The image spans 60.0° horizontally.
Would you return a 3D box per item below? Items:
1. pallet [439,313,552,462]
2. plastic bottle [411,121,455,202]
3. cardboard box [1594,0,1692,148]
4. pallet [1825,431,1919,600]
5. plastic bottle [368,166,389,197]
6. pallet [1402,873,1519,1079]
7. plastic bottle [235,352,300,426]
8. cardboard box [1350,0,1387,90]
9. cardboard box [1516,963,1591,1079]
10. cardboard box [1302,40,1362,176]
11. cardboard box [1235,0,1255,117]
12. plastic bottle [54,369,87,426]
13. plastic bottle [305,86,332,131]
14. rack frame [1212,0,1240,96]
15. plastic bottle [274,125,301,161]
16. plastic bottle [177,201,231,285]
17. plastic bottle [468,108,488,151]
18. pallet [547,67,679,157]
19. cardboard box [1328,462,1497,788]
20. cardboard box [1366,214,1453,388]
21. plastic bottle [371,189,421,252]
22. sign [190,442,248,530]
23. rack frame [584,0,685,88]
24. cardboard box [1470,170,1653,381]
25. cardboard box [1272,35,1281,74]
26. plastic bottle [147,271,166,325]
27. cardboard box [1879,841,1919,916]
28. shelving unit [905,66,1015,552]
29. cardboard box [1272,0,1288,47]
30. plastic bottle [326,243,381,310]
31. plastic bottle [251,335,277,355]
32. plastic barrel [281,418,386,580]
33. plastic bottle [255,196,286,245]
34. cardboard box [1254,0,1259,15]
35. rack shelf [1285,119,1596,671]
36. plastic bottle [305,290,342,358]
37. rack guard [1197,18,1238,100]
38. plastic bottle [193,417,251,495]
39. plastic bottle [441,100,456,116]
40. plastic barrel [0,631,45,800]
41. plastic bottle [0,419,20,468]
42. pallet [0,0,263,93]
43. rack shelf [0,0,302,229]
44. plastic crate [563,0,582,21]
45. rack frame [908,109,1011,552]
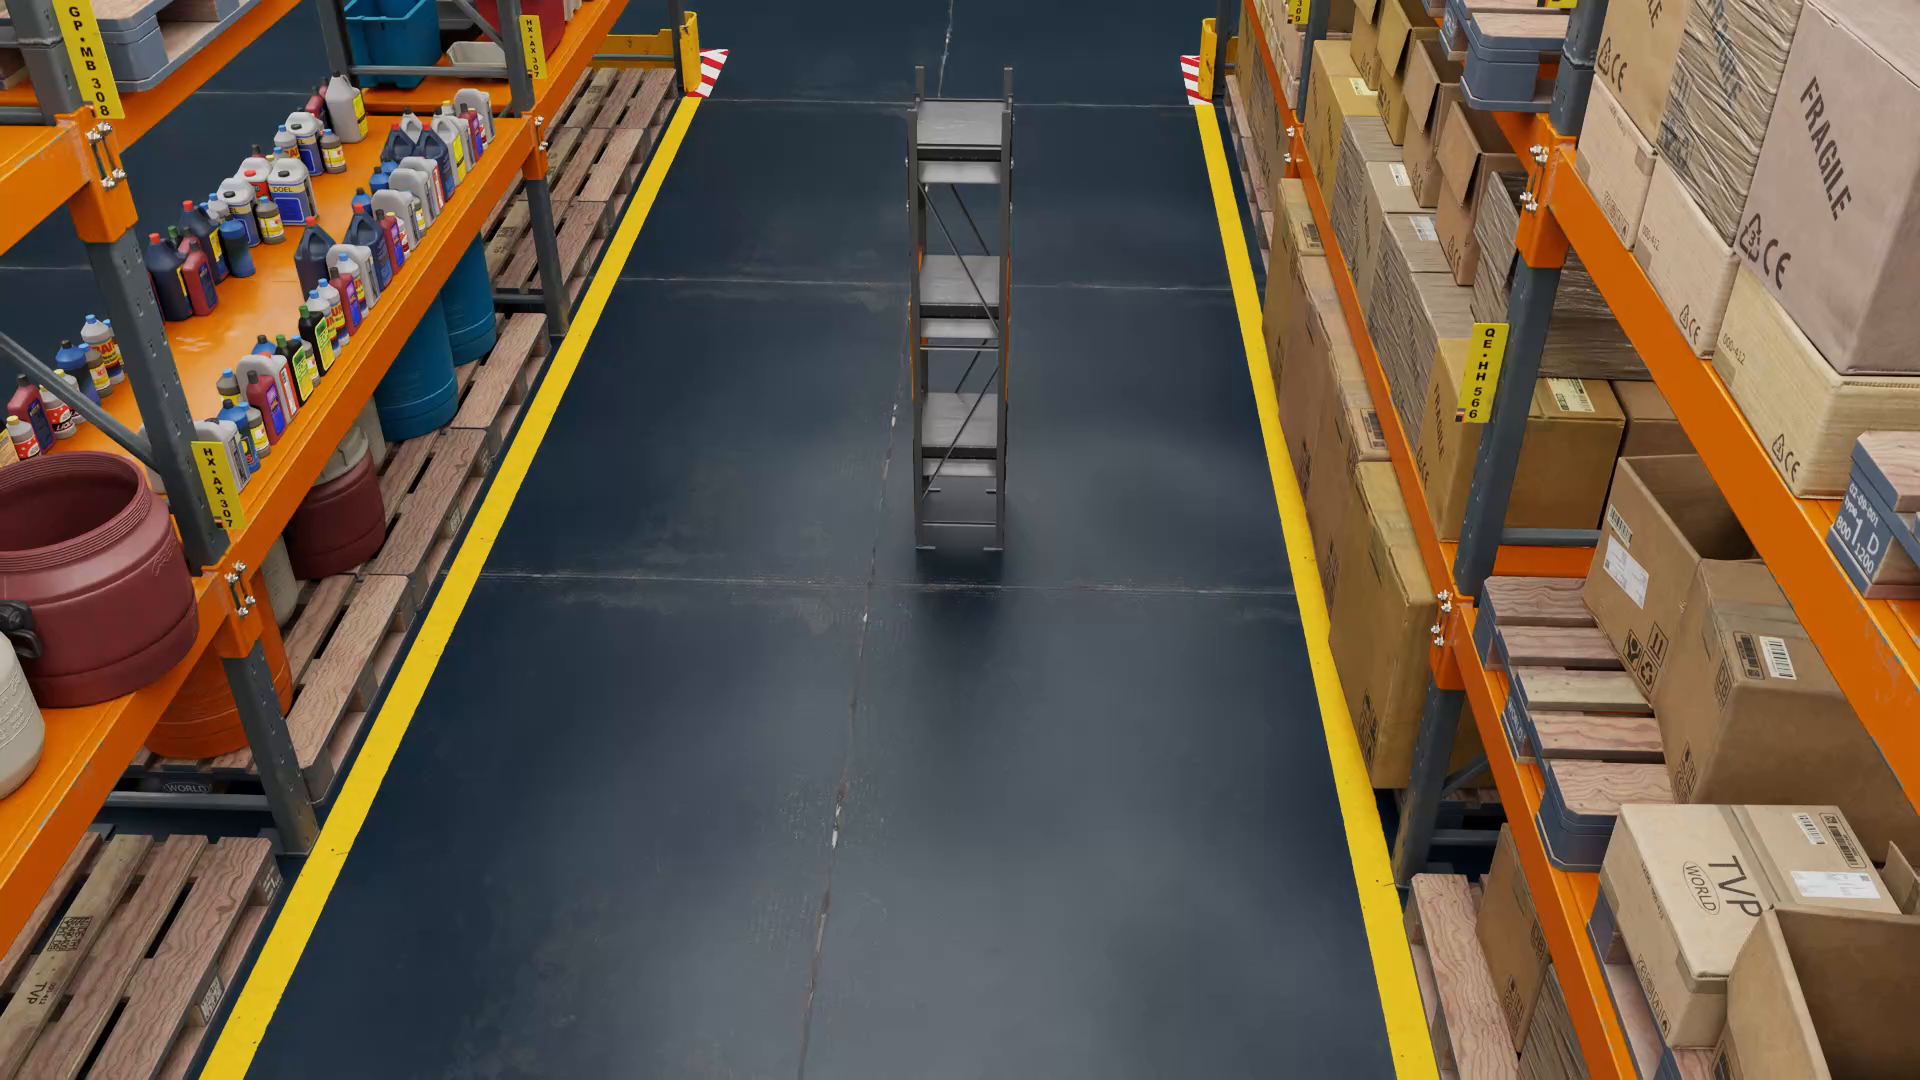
[{"bbox_3d":[-2.795,-0.826,8.741,1.003,0.211,1.213,1,35,2],"label":"pallet"},{"bbox_3d":[-2.440,-1.747,7.670,0.144,0.351,0.185,1,35,2],"label":"plastic bottle"},{"bbox_3d":[1.790,-1.205,3.725,0.500,0.500,0.500,2,35,2],"label":"cardboard box"},{"bbox_3d":[2.075,0.203,2.407,1.213,0.211,1.003,1,35,2],"label":"pallet"},{"bbox_3d":[-2.581,-1.538,7.441,0.097,0.271,0.097,0,35,0],"label":"plastic bottle"},{"bbox_3d":[2.033,1.593,5.299,1.003,0.211,1.213,1,35,2],"label":"pallet"},{"bbox_3d":[-2.524,-0.567,6.056,0.152,0.276,0.135,1,35,2],"label":"plastic bottle"},{"bbox_3d":[2.209,-2.379,7.567,0.797,0.503,0.637,0,35,1],"label":"cardboard box"},{"bbox_3d":[2.050,1.551,4.726,0.700,0.500,0.500,-1,35,-2],"label":"cardboard box"},{"bbox_3d":[1.958,-2.077,8.010,0.500,0.500,0.500,1,35,2],"label":"cardboard box"},{"bbox_3d":[2.442,-3.526,11.641,0.875,0.875,0.875,1,35,2],"label":"cardboard box"},{"bbox_3d":[-3.257,-0.526,6.063,0.097,0.201,0.097,0,35,0],"label":"plastic bottle"},{"bbox_3d":[-3.169,-2.084,8.208,0.061,0.283,0.133,1,35,2],"label":"plastic bottle"},{"bbox_3d":[2.387,-4.593,11.676,1.000,3.000,0.127,1,35,2],"label":"rack frame"},{"bbox_3d":[-3.168,-1.823,7.847,0.097,0.271,0.097,0,35,0],"label":"plastic bottle"},{"bbox_3d":[-3.186,-1.263,6.981,0.144,0.351,0.185,1,35,2],"label":"plastic bottle"},{"bbox_3d":[-2.392,-2.027,8.198,0.097,0.201,0.097,0,35,0],"label":"plastic bottle"},{"bbox_3d":[-2.634,-3.093,11.968,1.003,0.211,1.213,1,35,2],"label":"pallet"},{"bbox_3d":[2.114,0.305,6.190,1.225,0.875,0.875,0,35,0],"label":"cardboard box"},{"bbox_3d":[1.882,-0.911,6.351,0.500,0.500,0.500,0,35,0],"label":"cardboard box"},{"bbox_3d":[-2.465,-1.414,7.261,0.152,0.276,0.135,1,35,2],"label":"plastic bottle"},{"bbox_3d":[-2.333,-0.169,5.240,0.100,0.325,0.005,1,35,2],"label":"sign"},{"bbox_3d":[-2.562,-4.707,11.839,1.000,3.000,0.127,1,35,2],"label":"rack frame"},{"bbox_3d":[2.112,-0.867,5.416,0.797,0.503,0.637,2,35,3],"label":"cardboard box"},{"bbox_3d":[1.932,-2.670,9.159,0.380,0.149,0.250,1,35,1],"label":"cardboard box"},{"bbox_3d":[-3.247,-0.962,6.612,0.061,0.283,0.133,1,35,2],"label":"plastic bottle"},{"bbox_3d":[2.269,0.851,3.682,0.396,0.266,0.258,0,35,1],"label":"cardboard box"},{"bbox_3d":[0.007,-0.954,7.282,0.431,2.100,0.503,1,35,2],"label":"shelving unit"},{"bbox_3d":[2.000,-2.912,9.157,0.500,0.250,0.500,2,35,3],"label":"cardboard box"},{"bbox_3d":[-2.487,-1.098,6.812,0.152,0.276,0.135,1,35,2],"label":"plastic bottle"},{"bbox_3d":[-2.553,-0.633,6.153,0.097,0.271,0.097,0,35,0],"label":"plastic bottle"},{"bbox_3d":[-2.835,-0.226,7.195,0.600,0.588,0.708,1,35,2],"label":"plastic barrel"},{"bbox_3d":[-3.043,-1.413,7.325,0.097,0.201,0.097,0,35,0],"label":"plastic bottle"},{"bbox_3d":[1.974,-3.259,9.997,0.380,0.149,0.250,2,35,3],"label":"cardboard box"},{"bbox_3d":[2.146,-0.851,6.978,1.077,0.370,4.000,1,35,2],"label":"rack shelf"},{"bbox_3d":[-2.477,-0.840,6.449,0.097,0.271,0.097,0,35,0],"label":"plastic bottle"},{"bbox_3d":[2.388,-3.584,12.415,1.175,0.500,0.348,1,35,2],"label":"rack guard"},{"bbox_3d":[-2.543,-0.301,5.678,0.152,0.276,0.135,1,35,2],"label":"plastic bottle"},{"bbox_3d":[-2.541,-2.086,8.282,0.097,0.201,0.097,0,35,0],"label":"plastic bottle"},{"bbox_3d":[-2.711,0.439,4.419,0.421,0.512,0.421,0,35,0],"label":"plastic barrel"},{"bbox_3d":[-3.293,-0.305,5.677,0.061,0.283,0.133,1,35,2],"label":"plastic bottle"},{"bbox_3d":[-2.755,-1.698,5.113,1.003,0.211,1.213,1,35,2],"label":"pallet"},{"bbox_3d":[-2.803,-2.193,6.278,1.077,0.370,4.000,1,35,2],"label":"rack shelf"},{"bbox_3d":[-2.477,-3.258,9.828,0.437,0.282,0.530,1,35,2],"label":"plastic crate"},{"bbox_3d":[-0.003,-0.814,7.082,0.400,2.100,0.015,1,35,2],"label":"rack frame"}]
